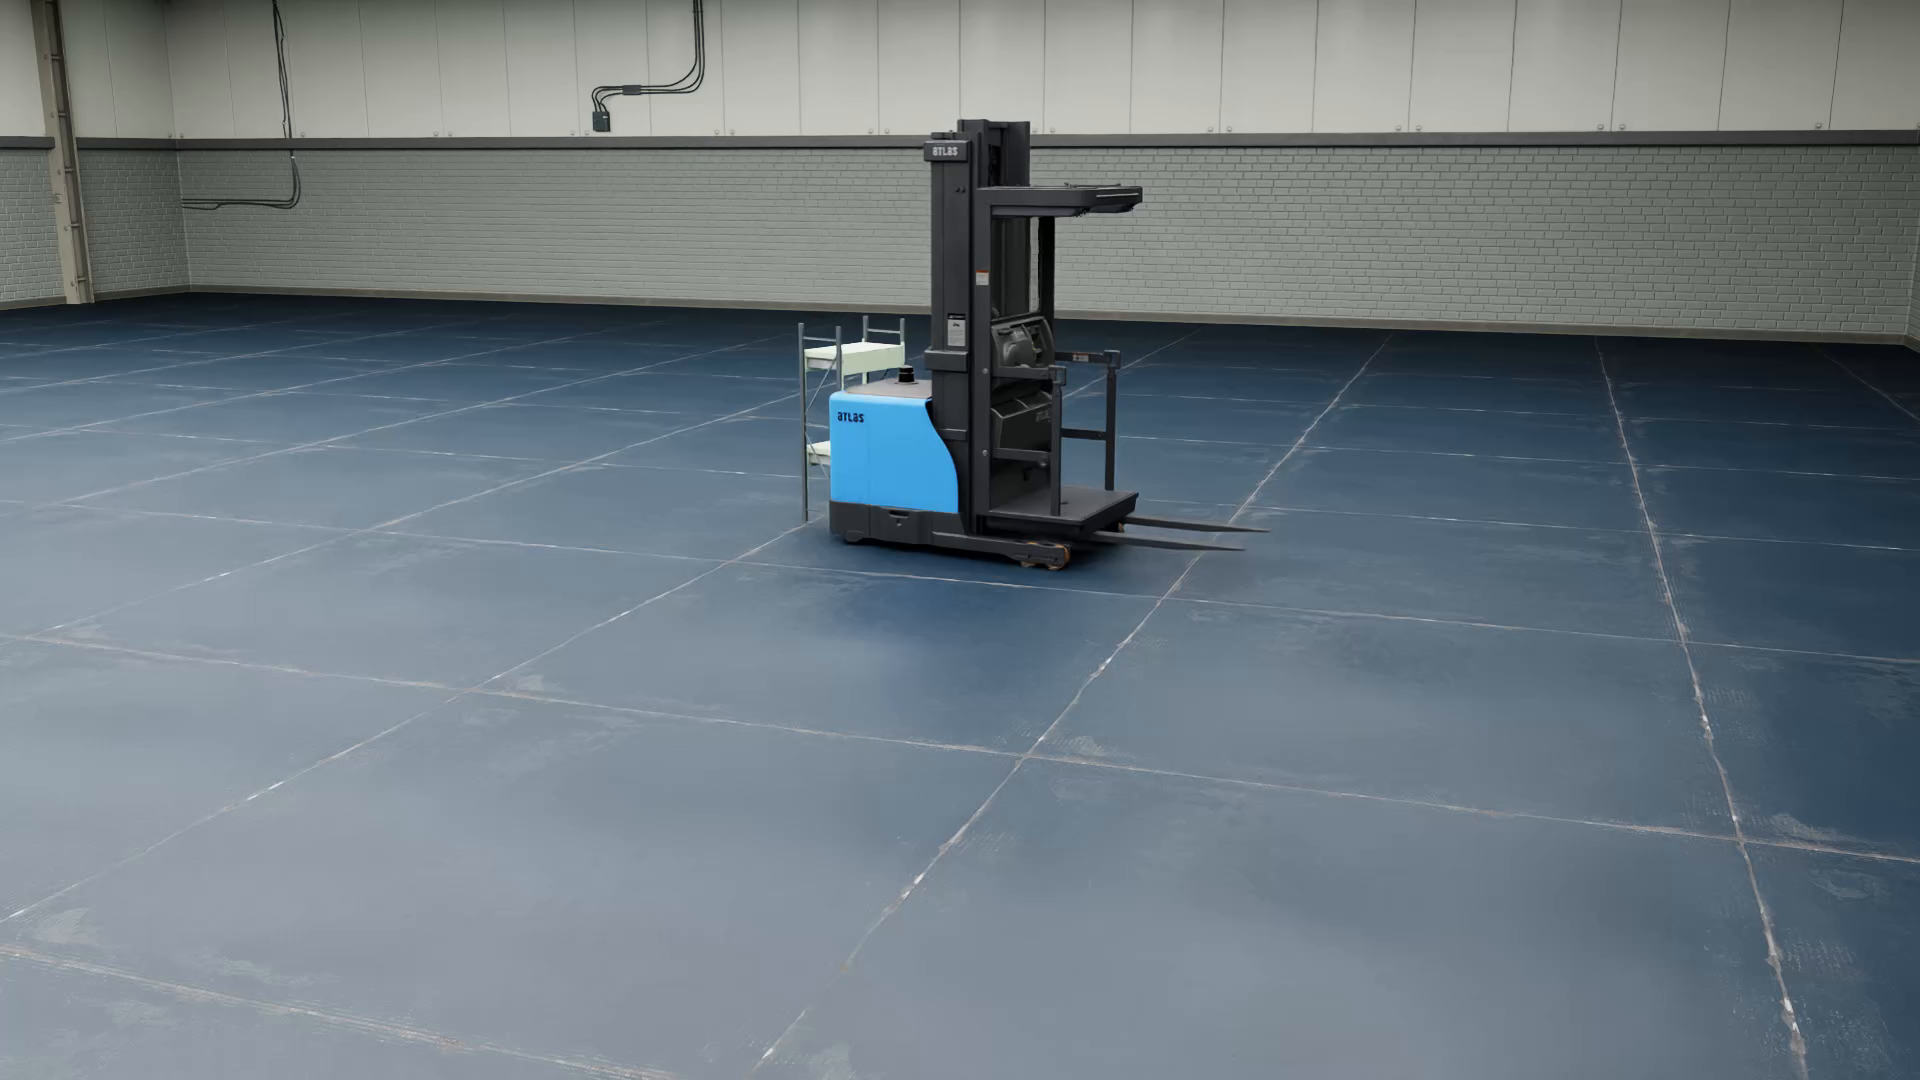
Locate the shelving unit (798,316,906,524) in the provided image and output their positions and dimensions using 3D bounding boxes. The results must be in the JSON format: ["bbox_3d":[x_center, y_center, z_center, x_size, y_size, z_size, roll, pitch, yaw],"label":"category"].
[{"bbox_3d":[-0.801,-0.902,12.570,0.431,1.500,0.755,10,16,36],"label":"shelving unit"}]

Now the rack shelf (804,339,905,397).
[{"bbox_3d":[-0.801,-1.283,12.483,0.431,0.370,0.720,10,16,36],"label":"rack shelf"}]

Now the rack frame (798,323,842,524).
[{"bbox_3d":[-1.023,-0.837,12.285,0.400,1.500,0.023,10,16,36],"label":"rack frame"}]

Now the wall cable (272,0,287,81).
[{"bbox_3d":[-12.117,-10.213,32.138,3.097,2.526,0.112,4,14,18],"label":"wall cable"}]

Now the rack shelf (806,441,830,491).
[{"bbox_3d":[-0.801,-0.584,12.642,0.431,0.370,0.720,10,16,36],"label":"rack shelf"}]

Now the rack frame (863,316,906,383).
[{"bbox_3d":[-0.580,-0.967,12.854,0.400,1.500,0.023,10,16,36],"label":"rack frame"}]

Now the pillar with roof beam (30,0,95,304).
[{"bbox_3d":[-12.808,-8.624,29.549,9.100,9.000,0.400,4,14,18],"label":"pillar with roof beam"}]

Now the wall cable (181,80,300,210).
[{"bbox_3d":[-14.677,-7.945,33.553,3.097,2.526,0.112,4,14,18],"label":"wall cable"}]

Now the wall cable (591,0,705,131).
[{"bbox_3d":[-5.699,-10.430,29.820,2.305,6.003,0.169,4,14,18],"label":"wall cable"}]

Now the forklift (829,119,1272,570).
[{"bbox_3d":[0.616,-1.365,11.380,3.031,2.935,1.130,6,14,25],"label":"forklift"}]
